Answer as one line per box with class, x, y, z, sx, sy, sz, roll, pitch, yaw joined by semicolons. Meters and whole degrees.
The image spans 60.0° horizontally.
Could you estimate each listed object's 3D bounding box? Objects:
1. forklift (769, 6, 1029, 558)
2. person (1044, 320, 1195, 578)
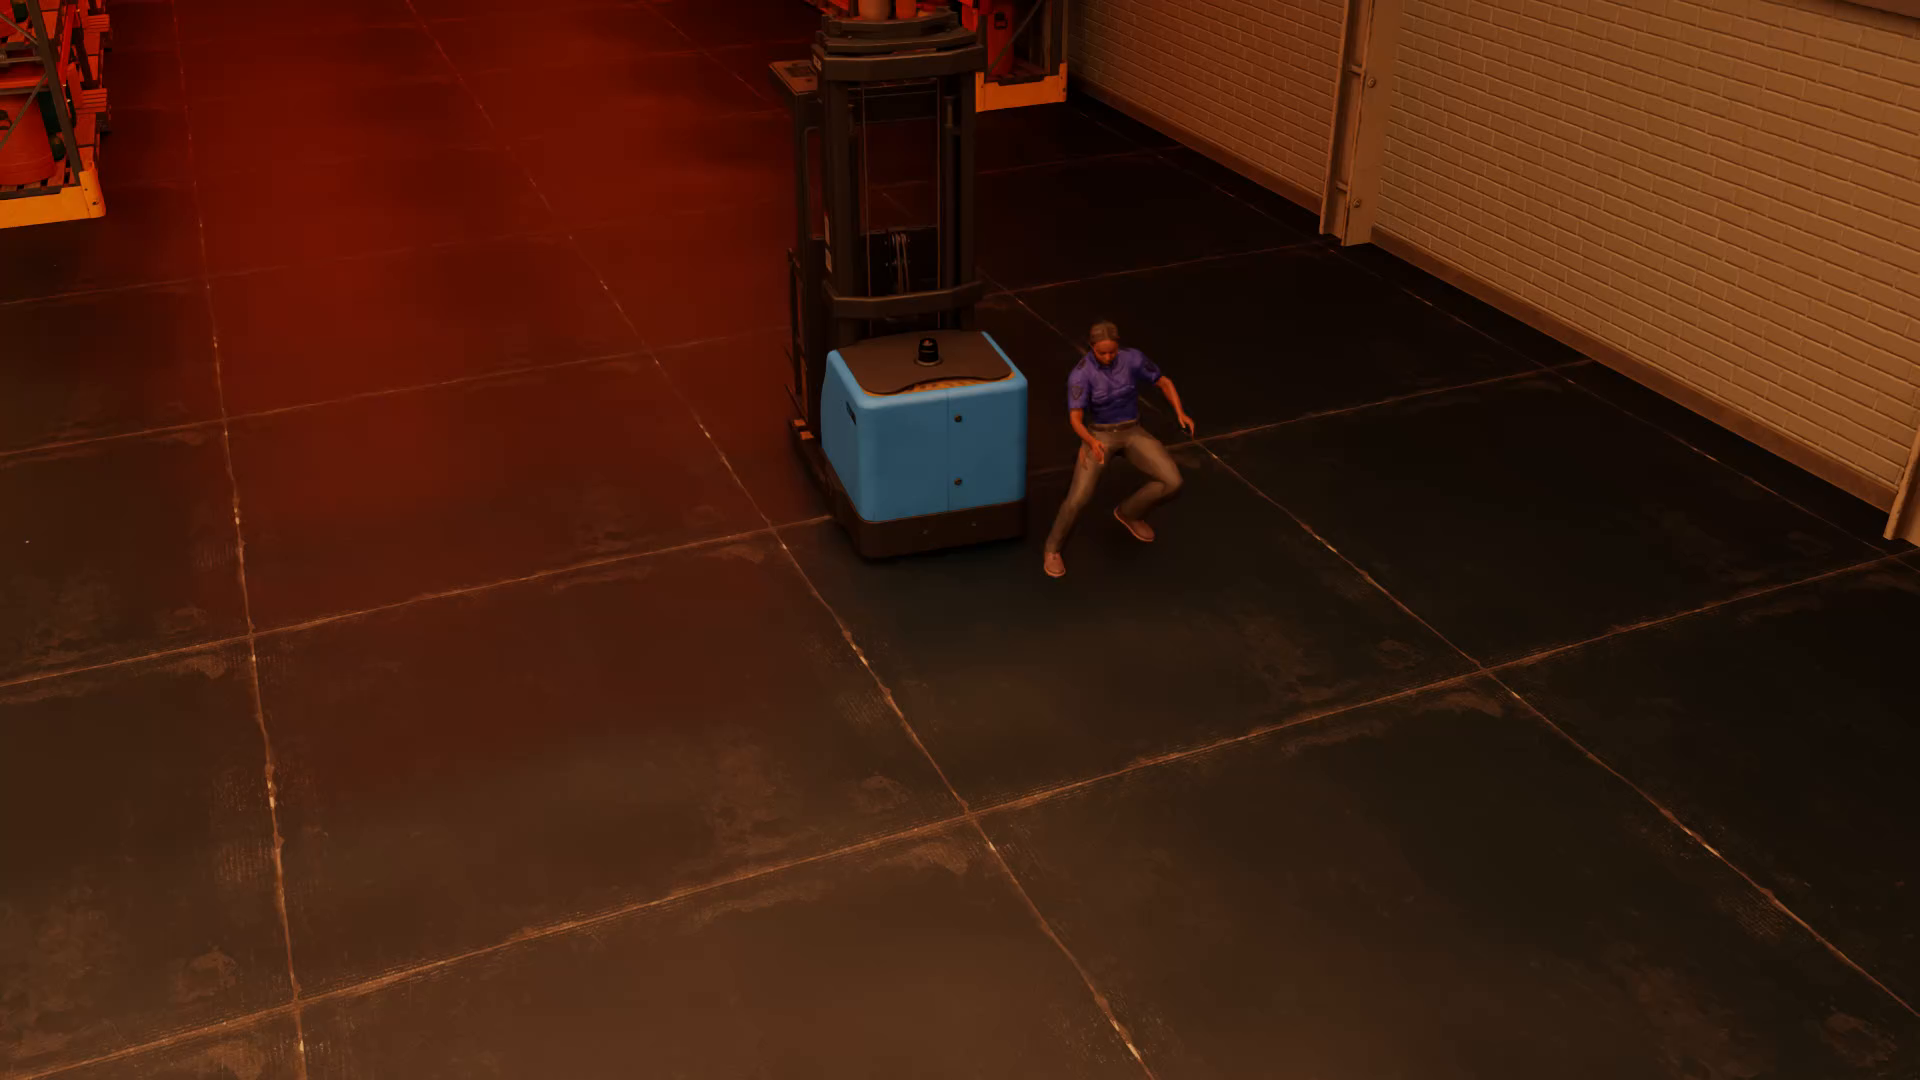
forklift;-0.520;-1.883;10.412;1.130;2.935;3.031;-9;31;-15
person;0.890;-0.522;9.528;0.842;1.450;0.718;-7;30;-12
